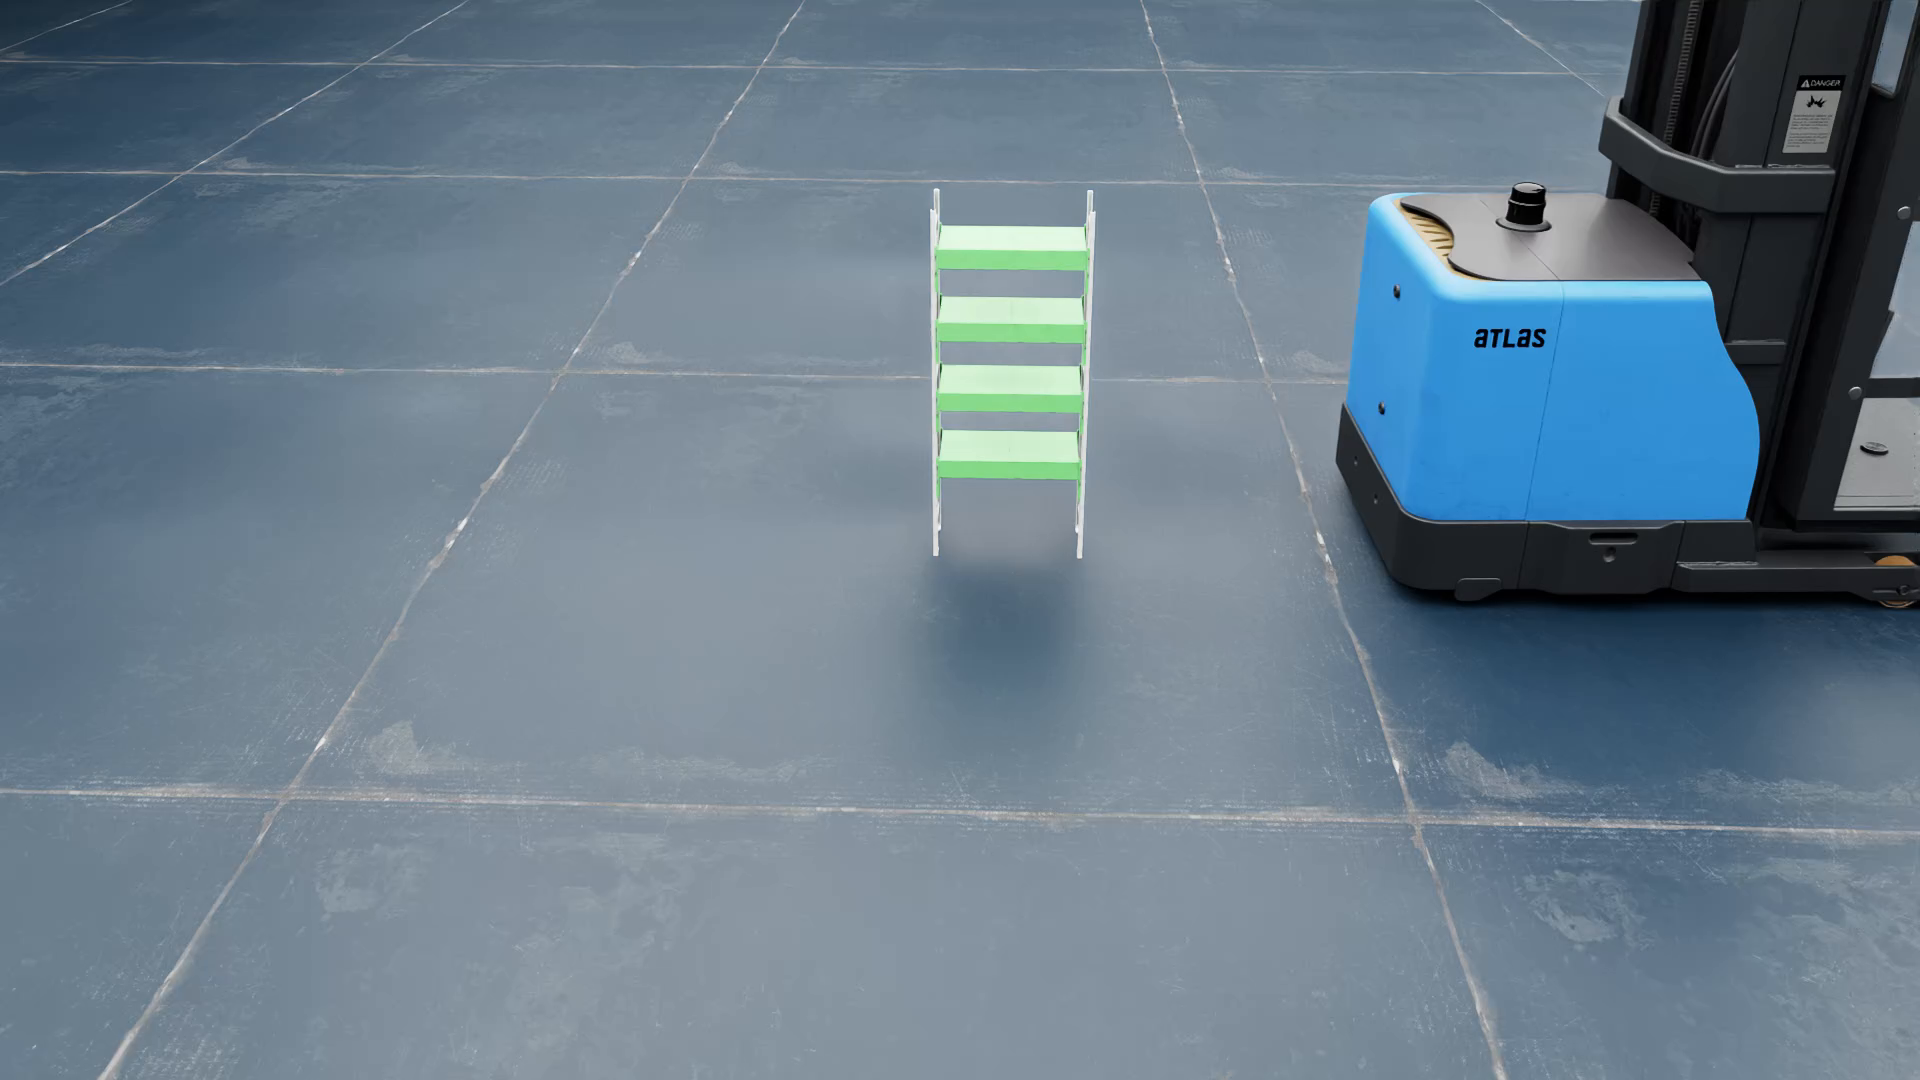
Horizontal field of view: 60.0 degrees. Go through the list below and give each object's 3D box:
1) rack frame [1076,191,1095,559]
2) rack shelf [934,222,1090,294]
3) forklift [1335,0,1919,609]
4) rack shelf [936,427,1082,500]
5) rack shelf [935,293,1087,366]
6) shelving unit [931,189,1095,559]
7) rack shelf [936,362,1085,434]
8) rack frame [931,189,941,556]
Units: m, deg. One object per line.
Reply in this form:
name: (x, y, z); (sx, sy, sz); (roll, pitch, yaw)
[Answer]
rack frame: (0.409, -0.523, 5.456); (0.015, 1.200, 0.240); (1, 28, 2)
rack shelf: (0.165, -0.895, 5.269); (0.480, 0.148, 0.258); (1, 28, 2)
forklift: (2.905, -1.325, 5.121); (3.031, 2.935, 1.130); (0, 28, -1)
rack shelf: (0.165, -0.259, 5.606); (0.480, 0.148, 0.258); (1, 28, 2)
rack shelf: (0.165, -0.683, 5.381); (0.480, 0.148, 0.258); (1, 28, 2)
shelving unit: (0.165, -0.527, 5.464); (0.503, 1.200, 0.258); (1, 28, 2)
rack shelf: (0.165, -0.471, 5.494); (0.480, 0.148, 0.258); (1, 28, 2)
rack frame: (-0.078, -0.531, 5.471); (0.015, 1.200, 0.240); (1, 28, 2)
